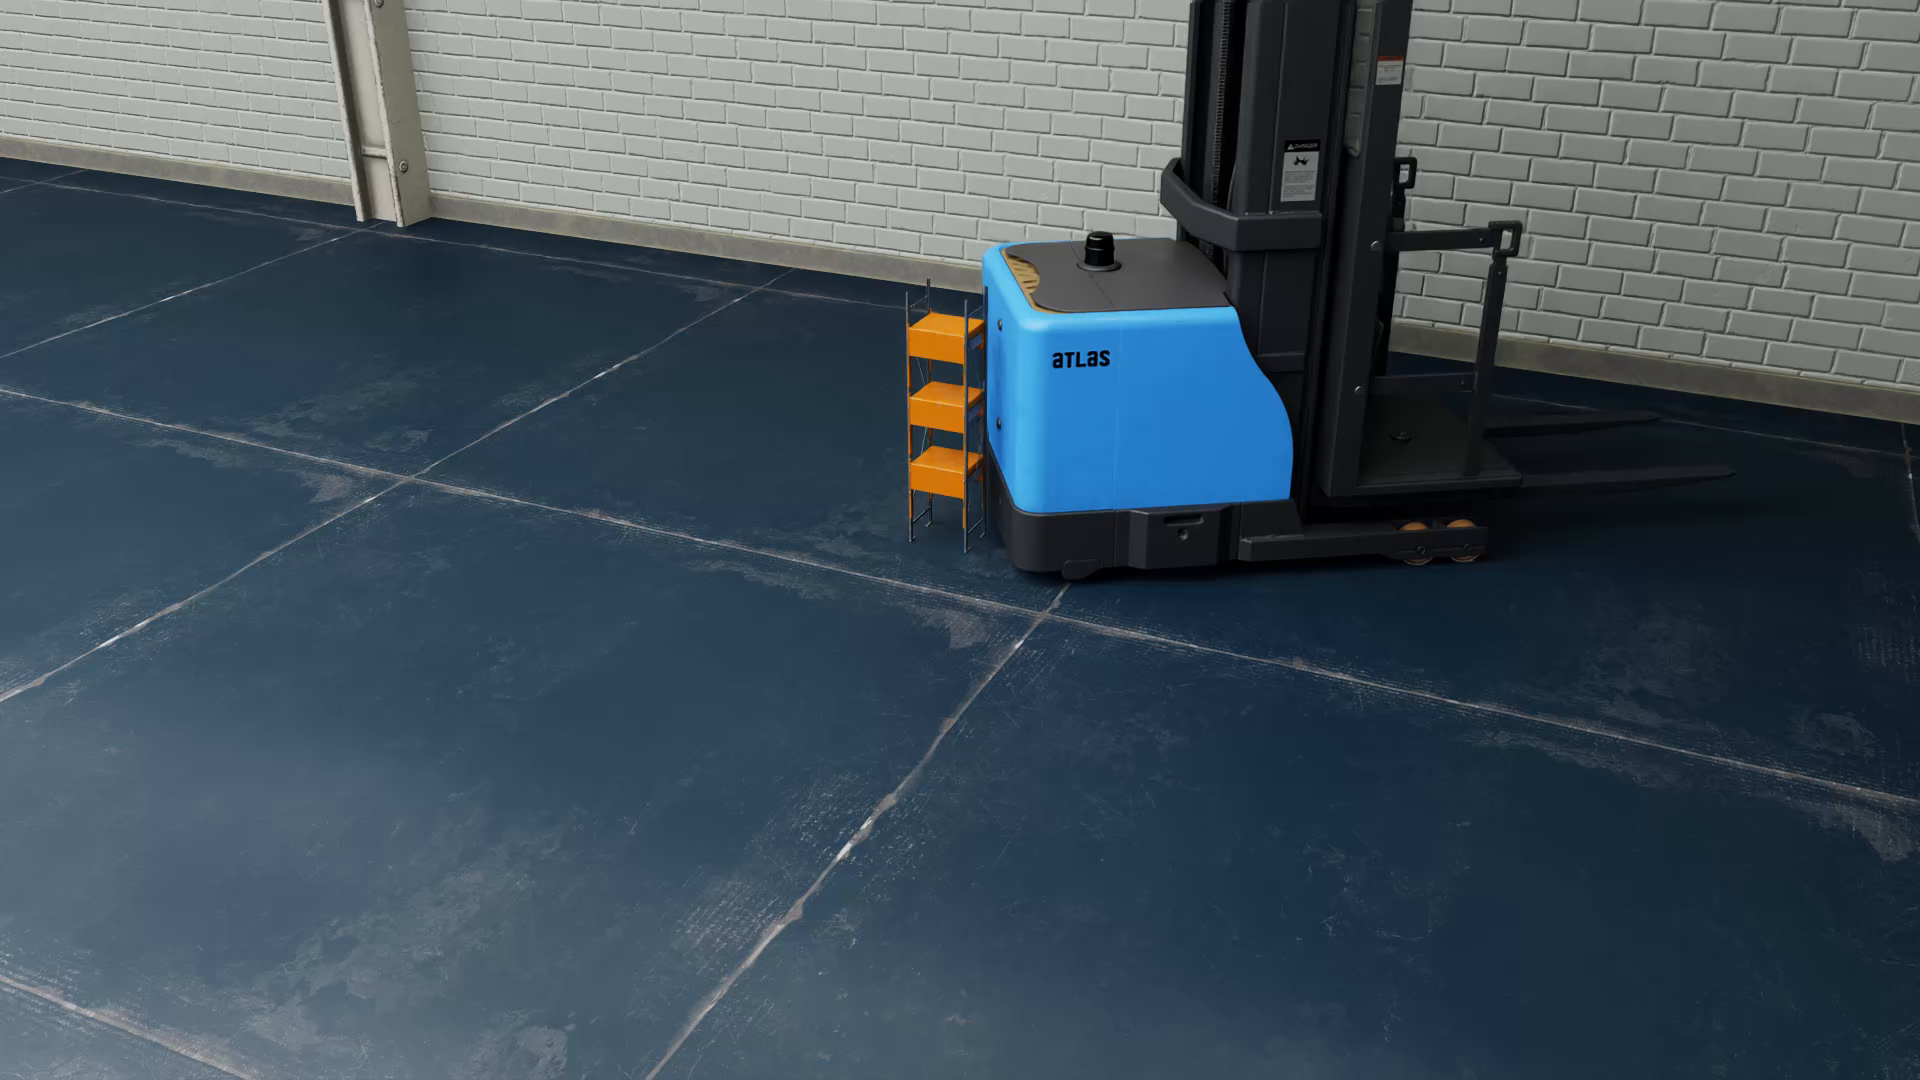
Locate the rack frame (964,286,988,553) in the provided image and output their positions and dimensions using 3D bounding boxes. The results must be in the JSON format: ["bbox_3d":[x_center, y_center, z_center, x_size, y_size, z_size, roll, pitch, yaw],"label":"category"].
[{"bbox_3d":[0.062,-0.458,6.493,0.008,1.050,0.200,11,28,22],"label":"rack frame"}]

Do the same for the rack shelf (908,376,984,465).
[{"bbox_3d":[-0.049,-0.471,6.543,0.240,0.259,0.215,11,28,22],"label":"rack shelf"}]

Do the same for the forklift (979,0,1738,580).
[{"bbox_3d":[1.639,-1.443,6.362,3.031,2.935,1.130,-4,26,-7],"label":"forklift"}]

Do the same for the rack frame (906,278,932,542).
[{"bbox_3d":[-0.160,-0.503,6.583,0.008,1.050,0.200,11,28,22],"label":"rack frame"}]

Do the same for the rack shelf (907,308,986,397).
[{"bbox_3d":[-0.049,-0.726,6.417,0.240,0.259,0.215,11,28,22],"label":"rack shelf"}]

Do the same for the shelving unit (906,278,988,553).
[{"bbox_3d":[-0.049,-0.481,6.538,0.252,1.050,0.215,11,28,22],"label":"shelving unit"}]

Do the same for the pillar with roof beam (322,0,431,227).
[{"bbox_3d":[-5.557,-4.461,5.622,0.400,9.000,9.100,11,28,22],"label":"pillar with roof beam"}]

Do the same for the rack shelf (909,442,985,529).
[{"bbox_3d":[-0.049,-0.222,6.665,0.240,0.259,0.215,11,28,22],"label":"rack shelf"}]
